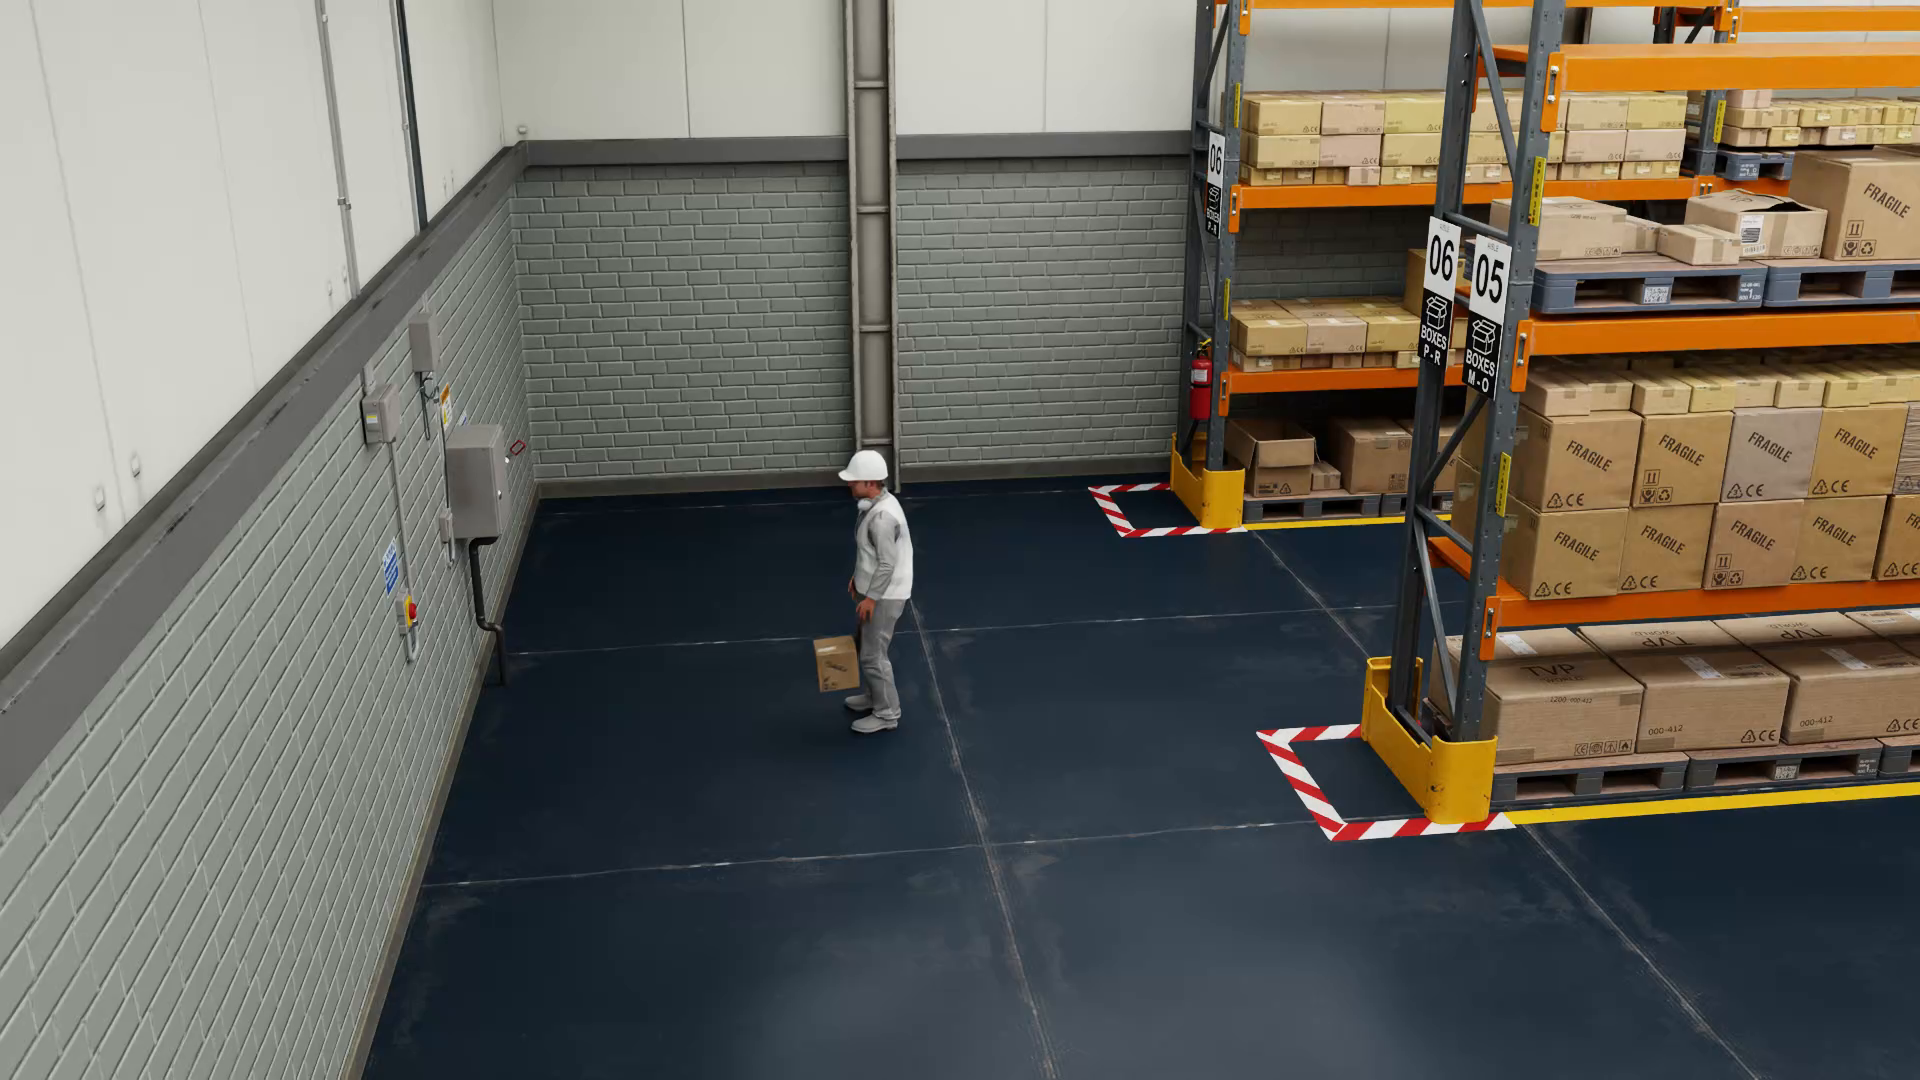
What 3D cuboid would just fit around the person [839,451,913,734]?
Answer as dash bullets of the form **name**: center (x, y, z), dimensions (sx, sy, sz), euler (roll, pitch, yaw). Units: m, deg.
- **person**: center (-0.508, 0.299, 10.200), dimensions (0.439, 1.775, 0.563), euler (-3, 20, -9)
